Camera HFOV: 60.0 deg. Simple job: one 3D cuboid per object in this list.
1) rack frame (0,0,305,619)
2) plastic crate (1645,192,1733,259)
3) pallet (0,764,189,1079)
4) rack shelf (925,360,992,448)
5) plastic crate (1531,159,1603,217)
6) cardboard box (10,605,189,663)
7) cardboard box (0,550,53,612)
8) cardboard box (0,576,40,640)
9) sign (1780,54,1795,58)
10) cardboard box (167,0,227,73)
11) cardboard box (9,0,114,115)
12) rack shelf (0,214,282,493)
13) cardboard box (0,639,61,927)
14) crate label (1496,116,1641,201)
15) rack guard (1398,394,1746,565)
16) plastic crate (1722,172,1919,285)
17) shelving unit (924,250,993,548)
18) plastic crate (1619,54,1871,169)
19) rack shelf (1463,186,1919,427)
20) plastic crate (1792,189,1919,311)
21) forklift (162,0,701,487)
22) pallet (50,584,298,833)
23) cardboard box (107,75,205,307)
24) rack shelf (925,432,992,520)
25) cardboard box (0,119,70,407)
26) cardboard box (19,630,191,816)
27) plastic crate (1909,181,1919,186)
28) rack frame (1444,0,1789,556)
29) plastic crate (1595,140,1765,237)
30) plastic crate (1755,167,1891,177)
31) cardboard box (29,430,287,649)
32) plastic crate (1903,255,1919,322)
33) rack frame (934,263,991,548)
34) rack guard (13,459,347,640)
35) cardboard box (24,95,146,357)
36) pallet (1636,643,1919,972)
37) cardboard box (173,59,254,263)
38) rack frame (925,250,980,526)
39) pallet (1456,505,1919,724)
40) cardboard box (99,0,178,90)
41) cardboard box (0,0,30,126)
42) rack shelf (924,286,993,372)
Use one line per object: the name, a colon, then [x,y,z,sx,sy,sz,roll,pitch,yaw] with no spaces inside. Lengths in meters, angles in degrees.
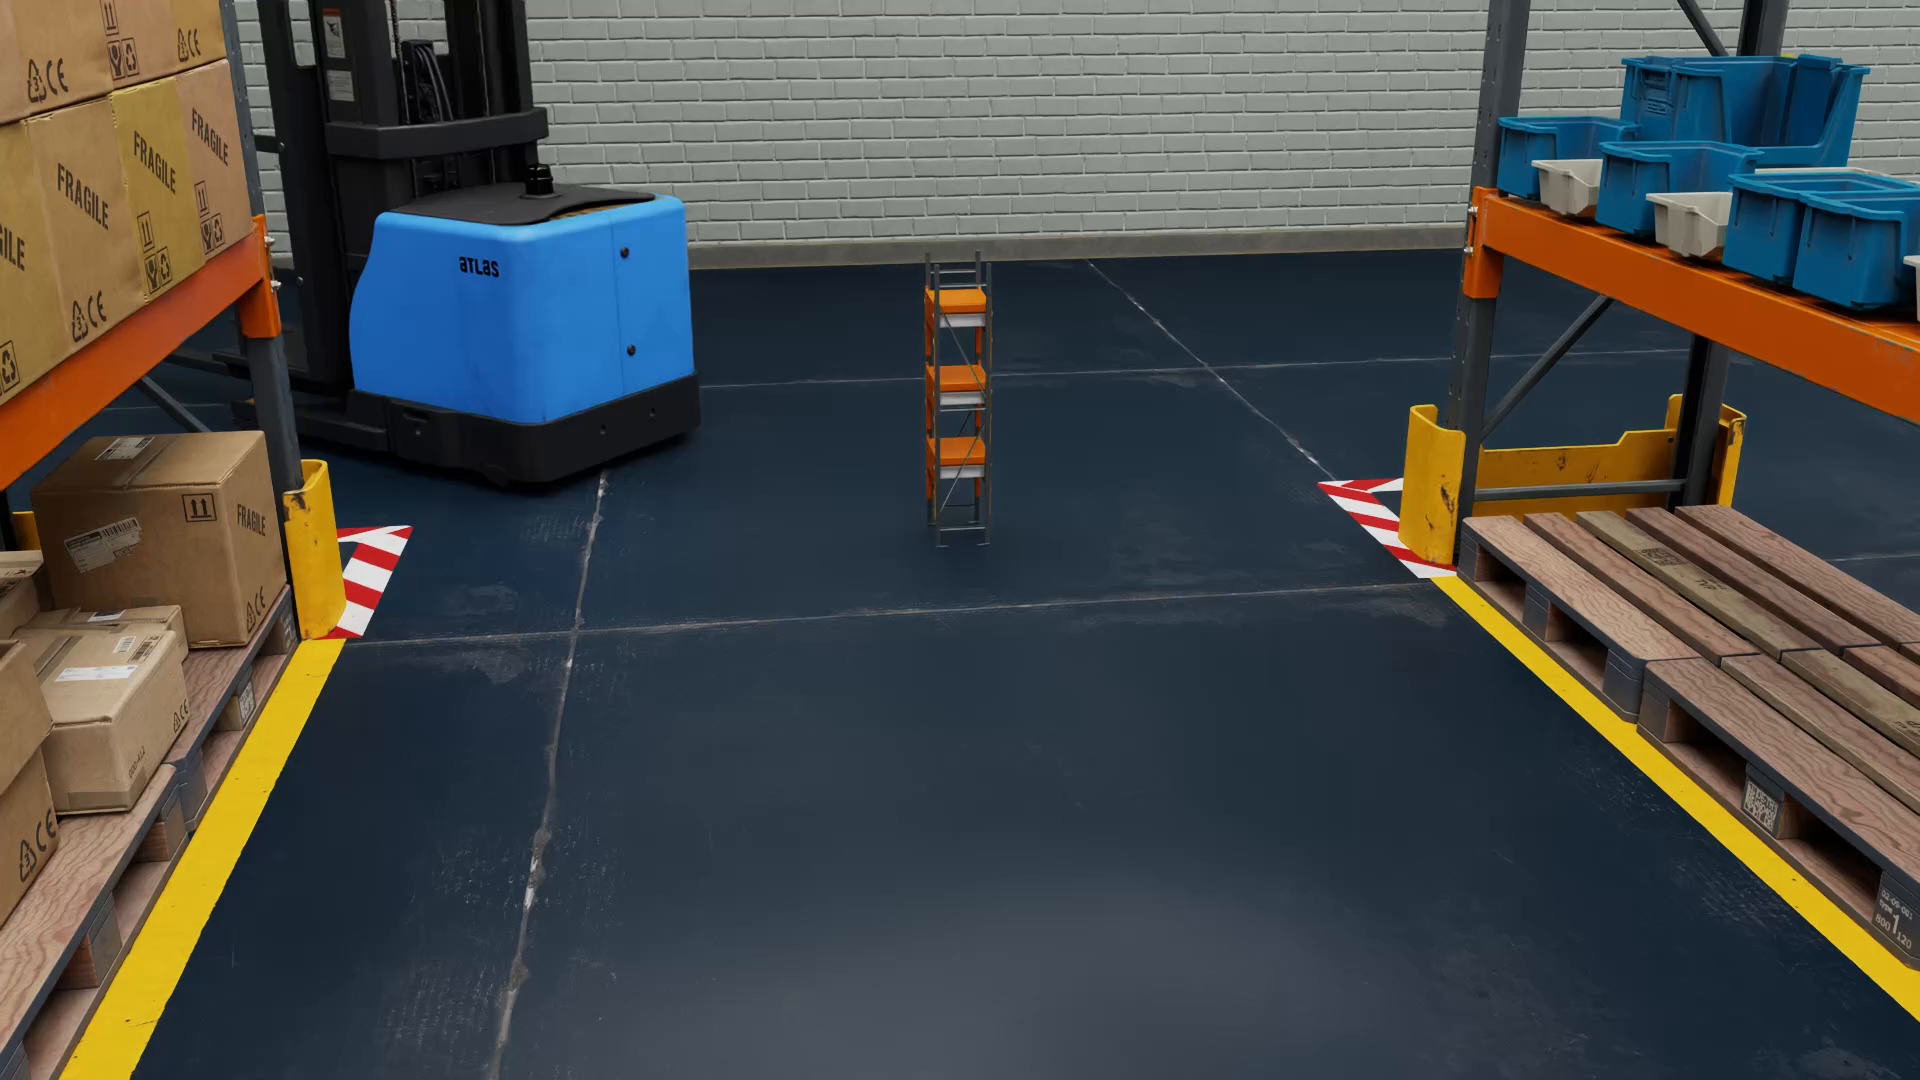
rack frame: [-2.649,-1.144,4.991,1.000,3.000,0.127,-3,21,-8]
plastic crate: [2.025,-0.845,4.481,0.250,0.136,0.298,-3,21,-8]
pallet: [-2.350,0.887,3.541,1.003,0.211,1.213,-3,21,-8]
rack shelf: [-0.008,-0.500,6.086,0.215,0.259,0.240,-3,21,-8]
plastic crate: [1.927,-1.079,5.110,0.250,0.136,0.298,-3,21,-8]
cardboard box: [-2.358,0.298,4.551,0.380,0.166,0.250,-3,21,-8]
cardboard box: [-2.929,0.148,4.978,0.380,0.149,0.250,-3,21,-8]
cardboard box: [-2.780,0.314,4.389,0.500,0.250,0.500,-3,21,-8]
sign: [2.795,-1.502,5.717,0.100,0.325,0.005,-3,21,-8]
cardboard box: [-2.313,-1.519,4.423,0.500,0.500,0.500,-3,21,-8]
cardboard box: [-2.160,-1.165,3.475,0.500,0.500,0.500,-2,21,-6]
rack shelf: [-2.361,-0.114,3.263,1.077,0.370,4.000,-3,21,-8]
cardboard box: [-2.349,0.554,3.384,0.797,0.503,0.637,-3,21,-8]
crate label: [1.963,-1.240,5.402,0.416,0.233,0.303,-3,21,-8]
rack guard: [2.236,-0.229,6.114,1.175,0.500,0.348,-3,21,-8]
plastic crate: [2.152,-0.784,4.181,0.416,0.233,0.300,-3,21,-8]
shelving unit: [-0.008,-0.510,6.082,0.215,1.050,0.252,-3,21,-8]
plastic crate: [2.486,-1.330,5.355,0.616,0.435,0.499,-3,21,-8]
rack shelf: [2.541,-0.363,3.928,1.077,0.370,4.000,-3,21,-8]
plastic crate: [2.196,-0.680,3.903,0.416,0.233,0.300,-3,21,-8]
forklift: [-2.674,-1.954,7.259,3.031,2.935,1.130,12,24,30]
pallet: [-2.523,0.465,4.670,1.003,0.211,1.213,-3,21,-8]
cardboard box: [-2.237,-0.870,4.115,0.500,0.500,0.500,-3,21,-7]
rack shelf: [-0.008,-0.240,6.183,0.215,0.259,0.240,-3,21,-8]
cardboard box: [-2.098,-0.522,3.184,0.500,0.500,0.500,-3,21,-9]
cardboard box: [-2.220,0.445,4.040,0.500,0.250,0.500,-3,21,-8]
plastic crate: [2.577,-0.922,4.690,0.396,0.136,0.243,-3,21,-8]
rack frame: [2.253,-1.392,5.656,1.000,3.000,0.127,-3,21,-8]
plastic crate: [2.057,-1.012,4.792,0.416,0.233,0.300,-3,21,-8]
plastic crate: [2.549,-1.024,4.961,0.396,0.136,0.243,-3,21,-8]
cardboard box: [-2.327,-0.003,4.881,0.500,0.500,0.500,-3,21,-8]
plastic crate: [2.281,-0.500,3.558,0.293,0.136,0.466,-3,21,-8]
rack frame: [0.010,-0.468,5.969,0.200,1.050,0.008,-3,21,-8]
rack guard: [-2.638,0.054,5.358,1.175,0.500,0.348,-3,21,-8]
cardboard box: [-2.171,-0.697,3.651,0.500,0.500,0.500,-3,21,-7]
pallet: [2.506,0.623,4.246,1.003,0.211,1.213,-3,21,-8]
cardboard box: [-2.315,-1.049,4.595,0.500,0.500,0.500,-2,21,-6]
rack frame: [-0.025,-0.553,6.195,0.200,1.050,0.008,-3,21,-8]
pallet: [2.333,0.202,5.375,1.003,0.211,1.213,-3,21,-8]
cardboard box: [-2.239,-1.344,3.955,0.500,0.500,0.500,-2,21,-6]
cardboard box: [-2.086,-0.987,2.999,0.500,0.500,0.500,-2,21,-6]
rack shelf: [-0.008,-0.766,5.986,0.215,0.259,0.240,-3,21,-8]
